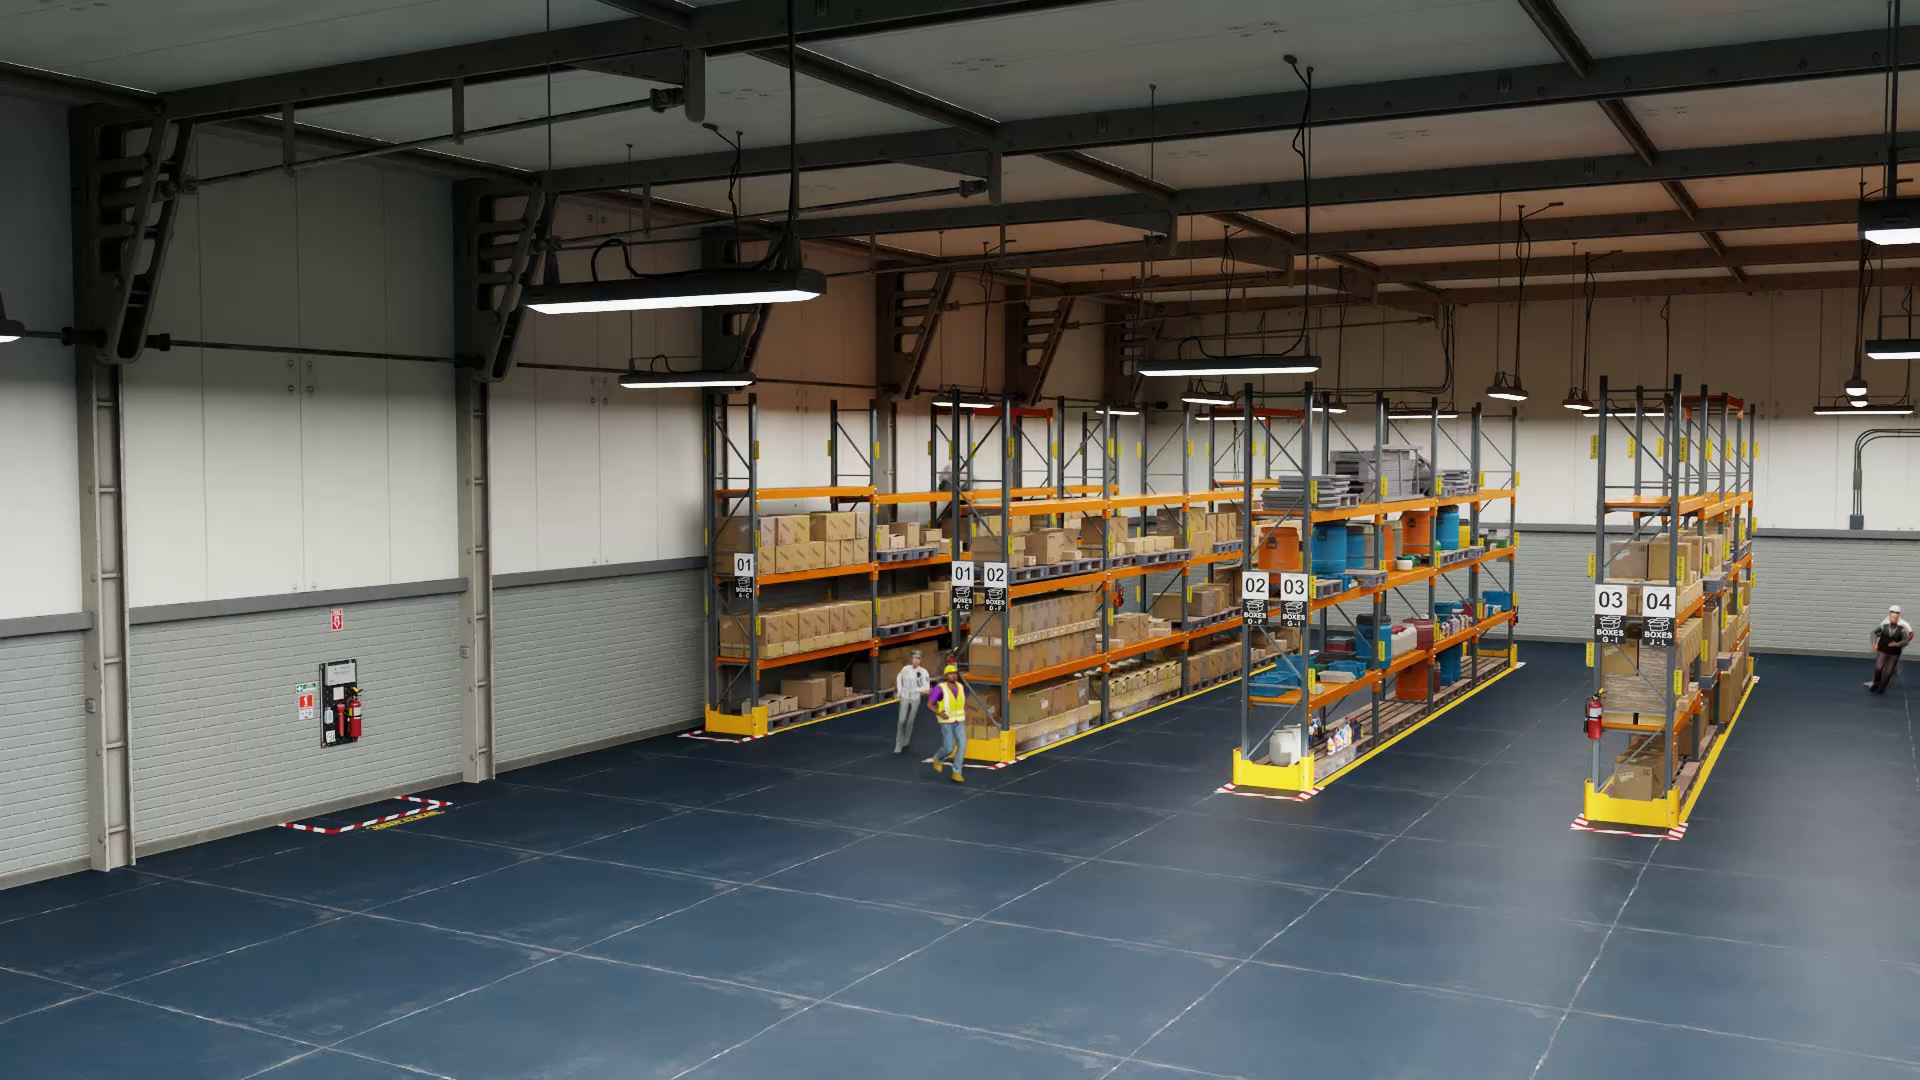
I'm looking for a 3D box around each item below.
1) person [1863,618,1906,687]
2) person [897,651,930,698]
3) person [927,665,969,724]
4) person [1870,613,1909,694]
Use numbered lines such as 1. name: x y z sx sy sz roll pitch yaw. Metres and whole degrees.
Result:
1. person: 19.556 2.356 35.059 0.959 1.474 0.599 -1 3 -13
2. person: -0.782 2.238 27.611 0.578 0.802 0.563 0 3 3
3. person: -0.123 2.349 25.202 0.720 0.895 0.450 -2 4 -29
4. person: 18.977 2.327 33.947 0.665 1.672 0.542 2 3 27
